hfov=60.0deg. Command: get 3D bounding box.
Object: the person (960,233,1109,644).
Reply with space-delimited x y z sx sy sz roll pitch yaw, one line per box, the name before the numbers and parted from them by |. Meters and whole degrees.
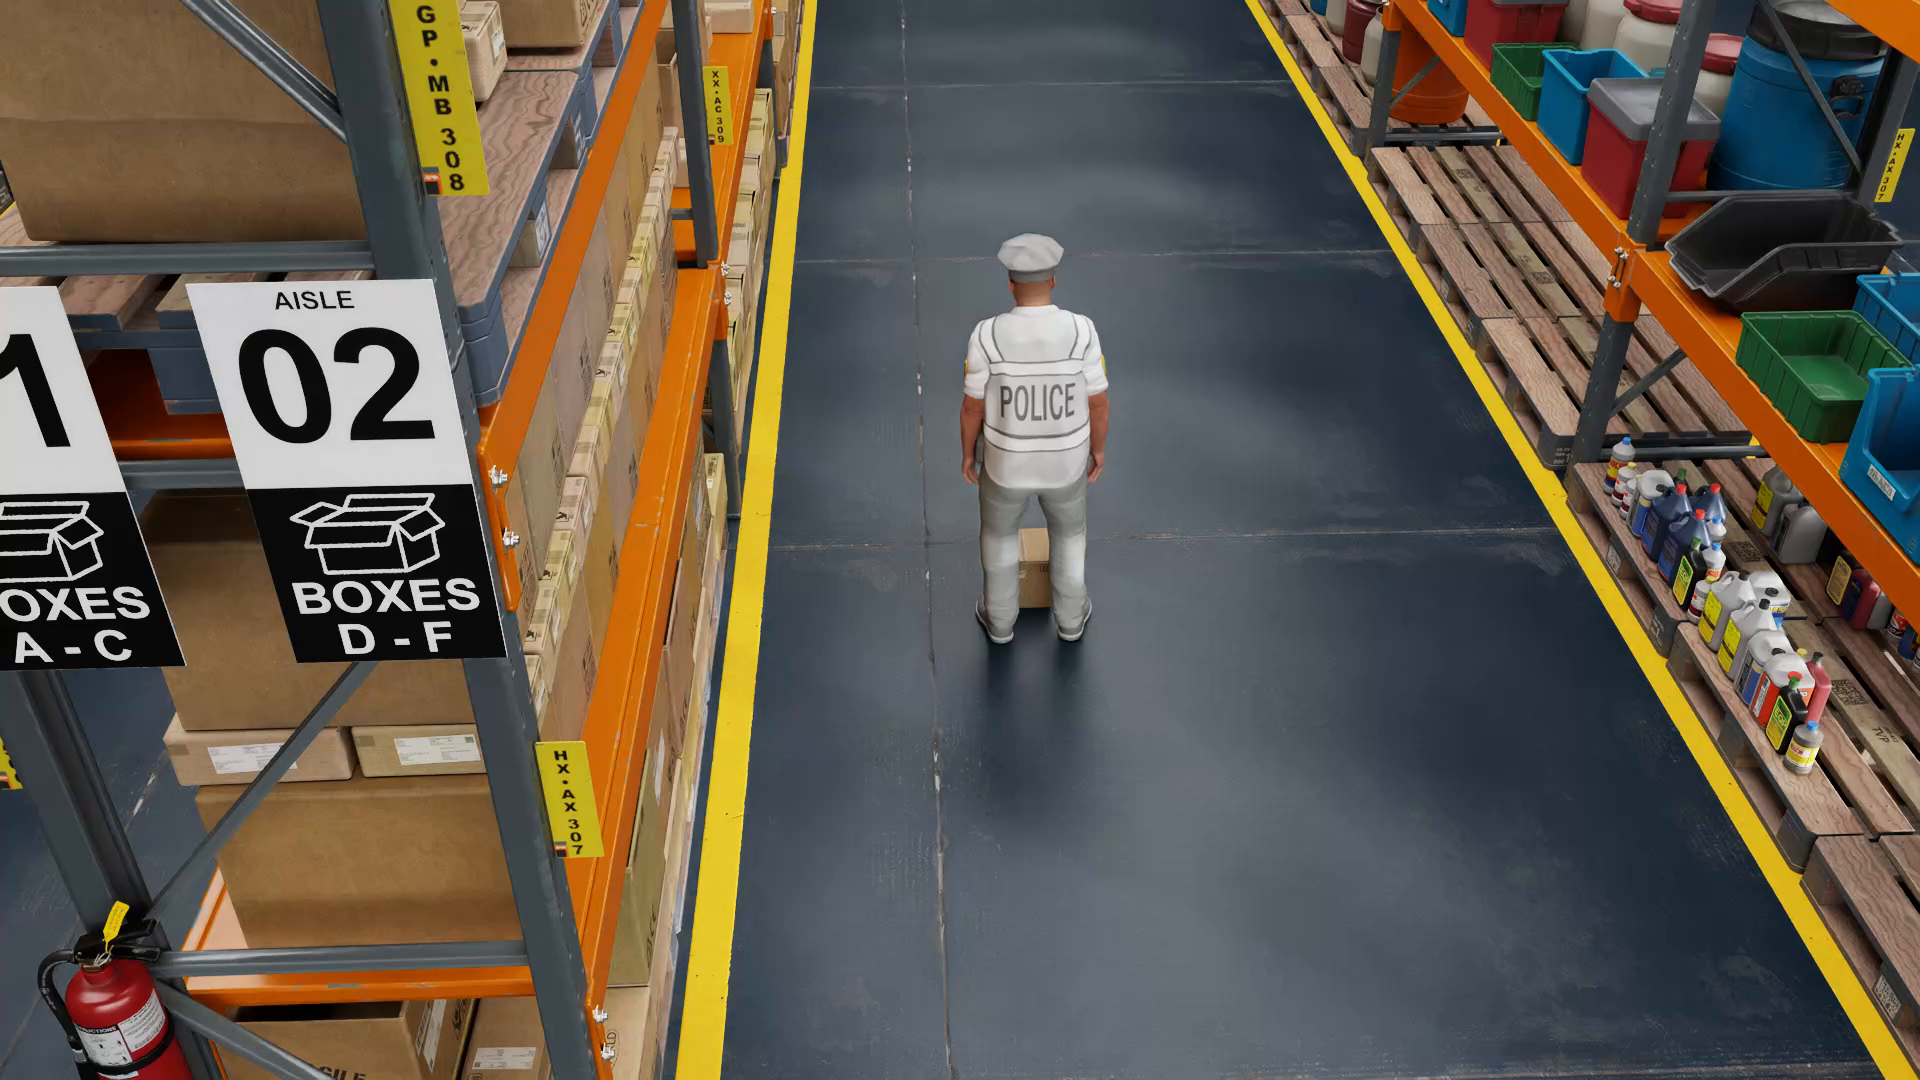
person | 0.293 -0.334 6.615 0.585 1.747 0.439 -1 35 -2
